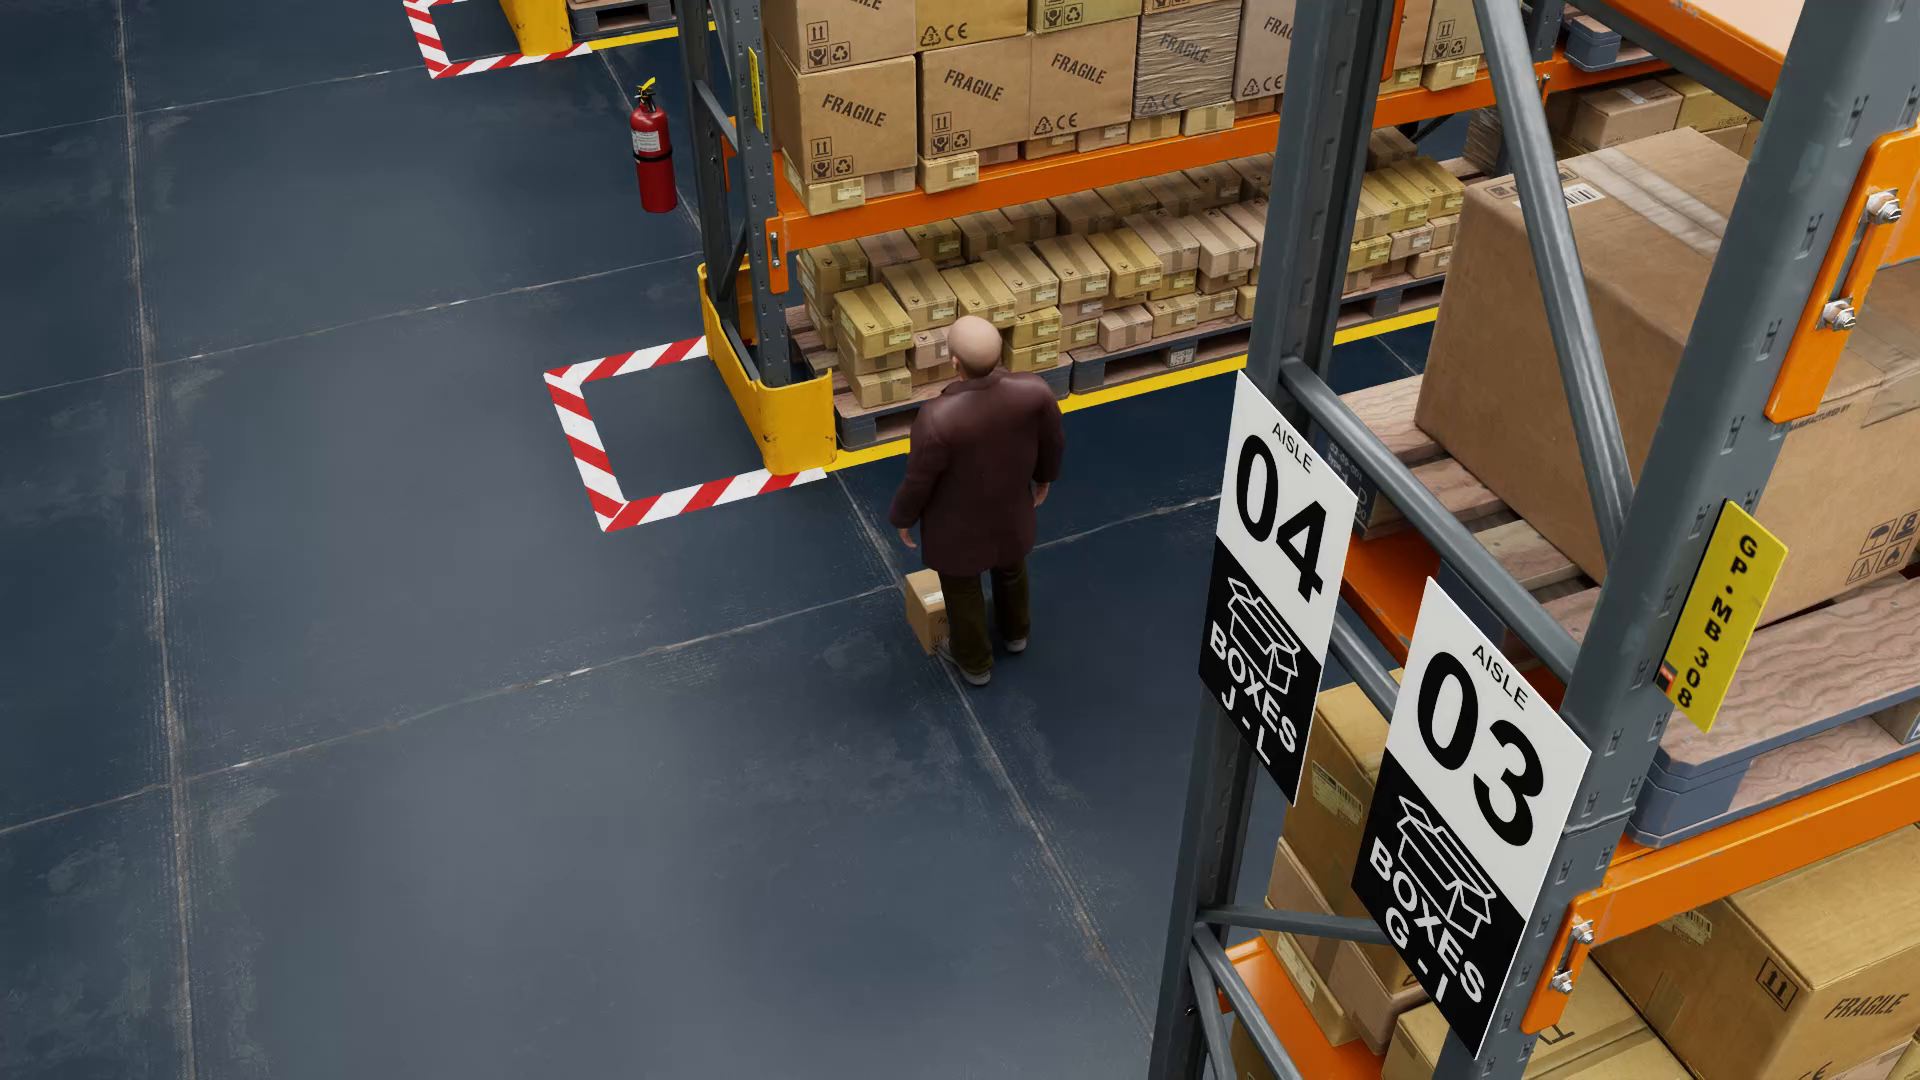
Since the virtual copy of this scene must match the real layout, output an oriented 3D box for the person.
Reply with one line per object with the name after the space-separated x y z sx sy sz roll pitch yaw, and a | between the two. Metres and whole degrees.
0.029 -0.186 6.369 0.695 1.776 0.582 -15 43 -17 | person
